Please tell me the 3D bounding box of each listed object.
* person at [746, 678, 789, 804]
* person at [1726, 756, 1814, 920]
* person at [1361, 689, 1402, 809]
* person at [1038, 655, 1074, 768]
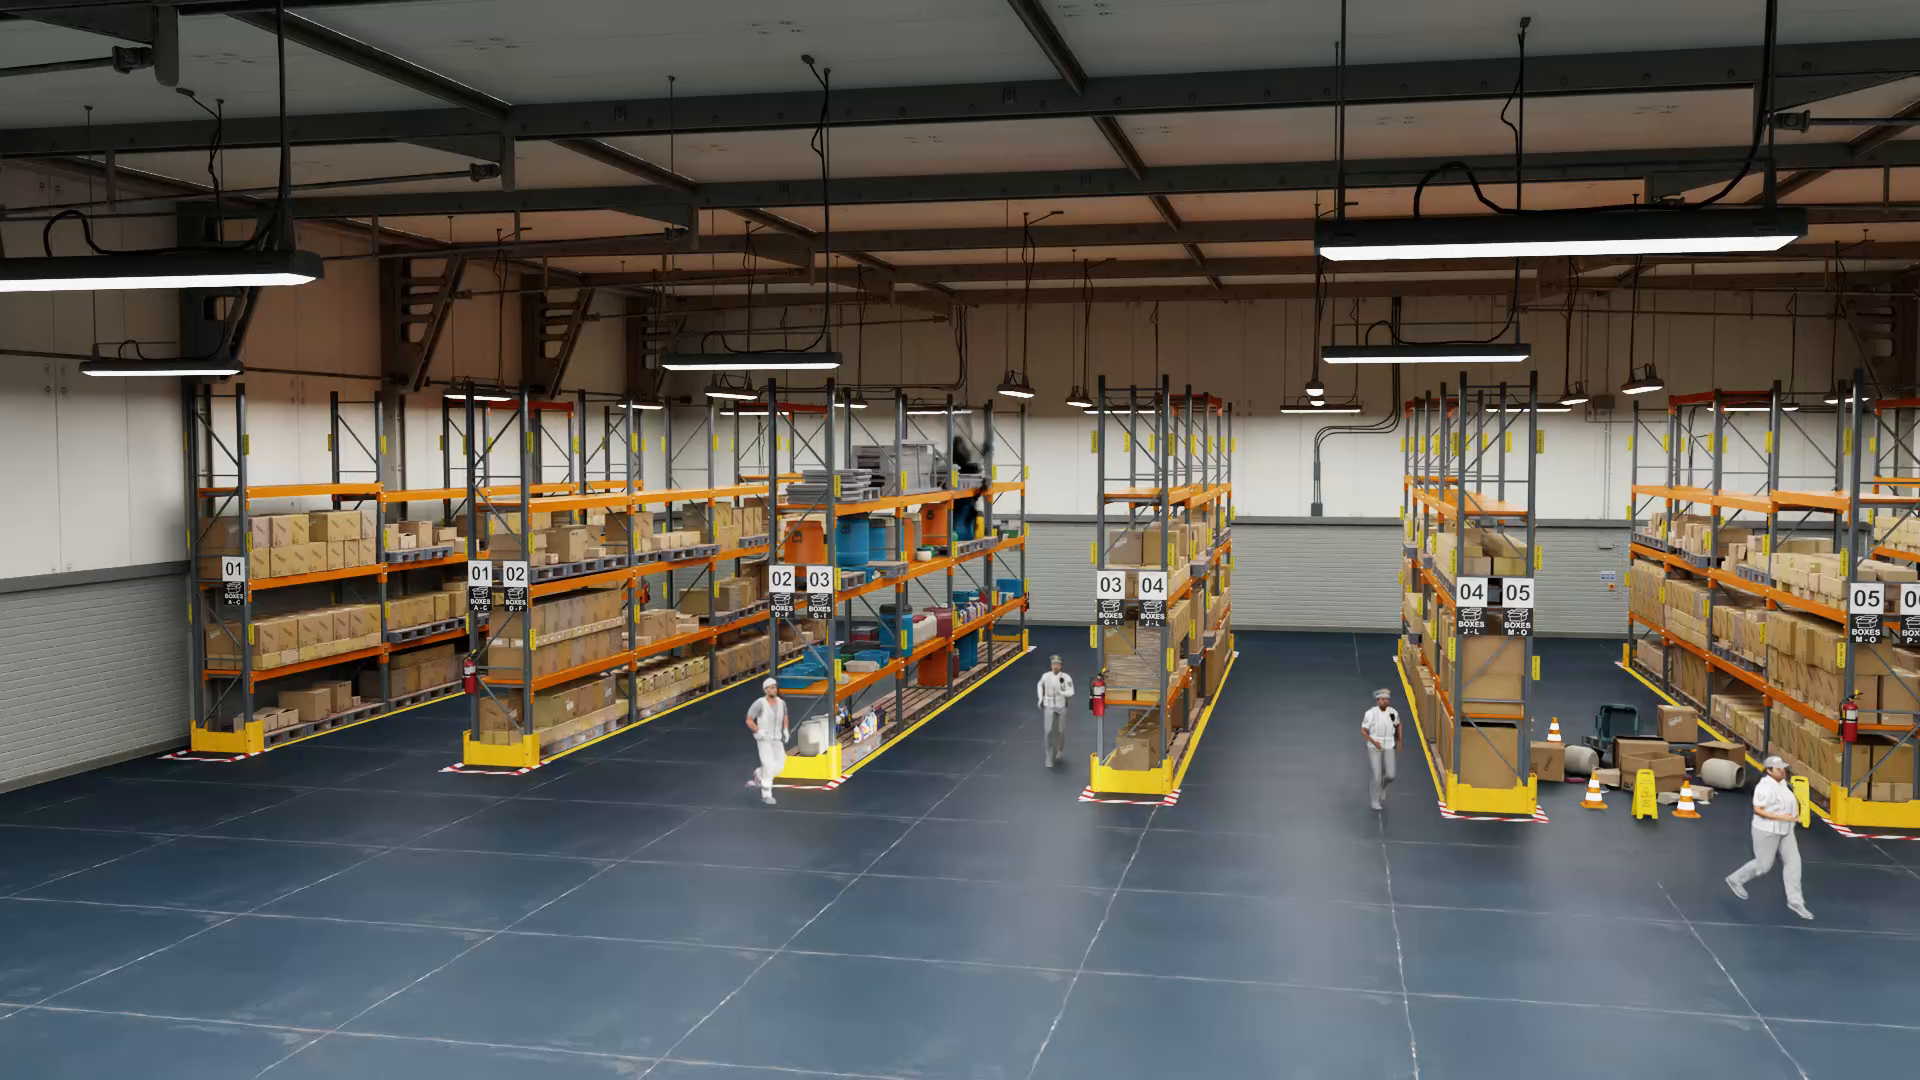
[{"bbox_3d":[-2.710,2.807,23.434,0.707,1.747,0.650,-3,4,-42],"label":"person"},{"bbox_3d":[8.713,3.151,17.850,0.616,1.687,0.925,-2,4,-32],"label":"person"},{"bbox_3d":[5.834,2.870,22.936,0.618,1.667,0.566,0,3,-6],"label":"person"},{"bbox_3d":[1.496,2.669,26.036,0.581,1.748,0.746,0,3,6],"label":"person"}]
